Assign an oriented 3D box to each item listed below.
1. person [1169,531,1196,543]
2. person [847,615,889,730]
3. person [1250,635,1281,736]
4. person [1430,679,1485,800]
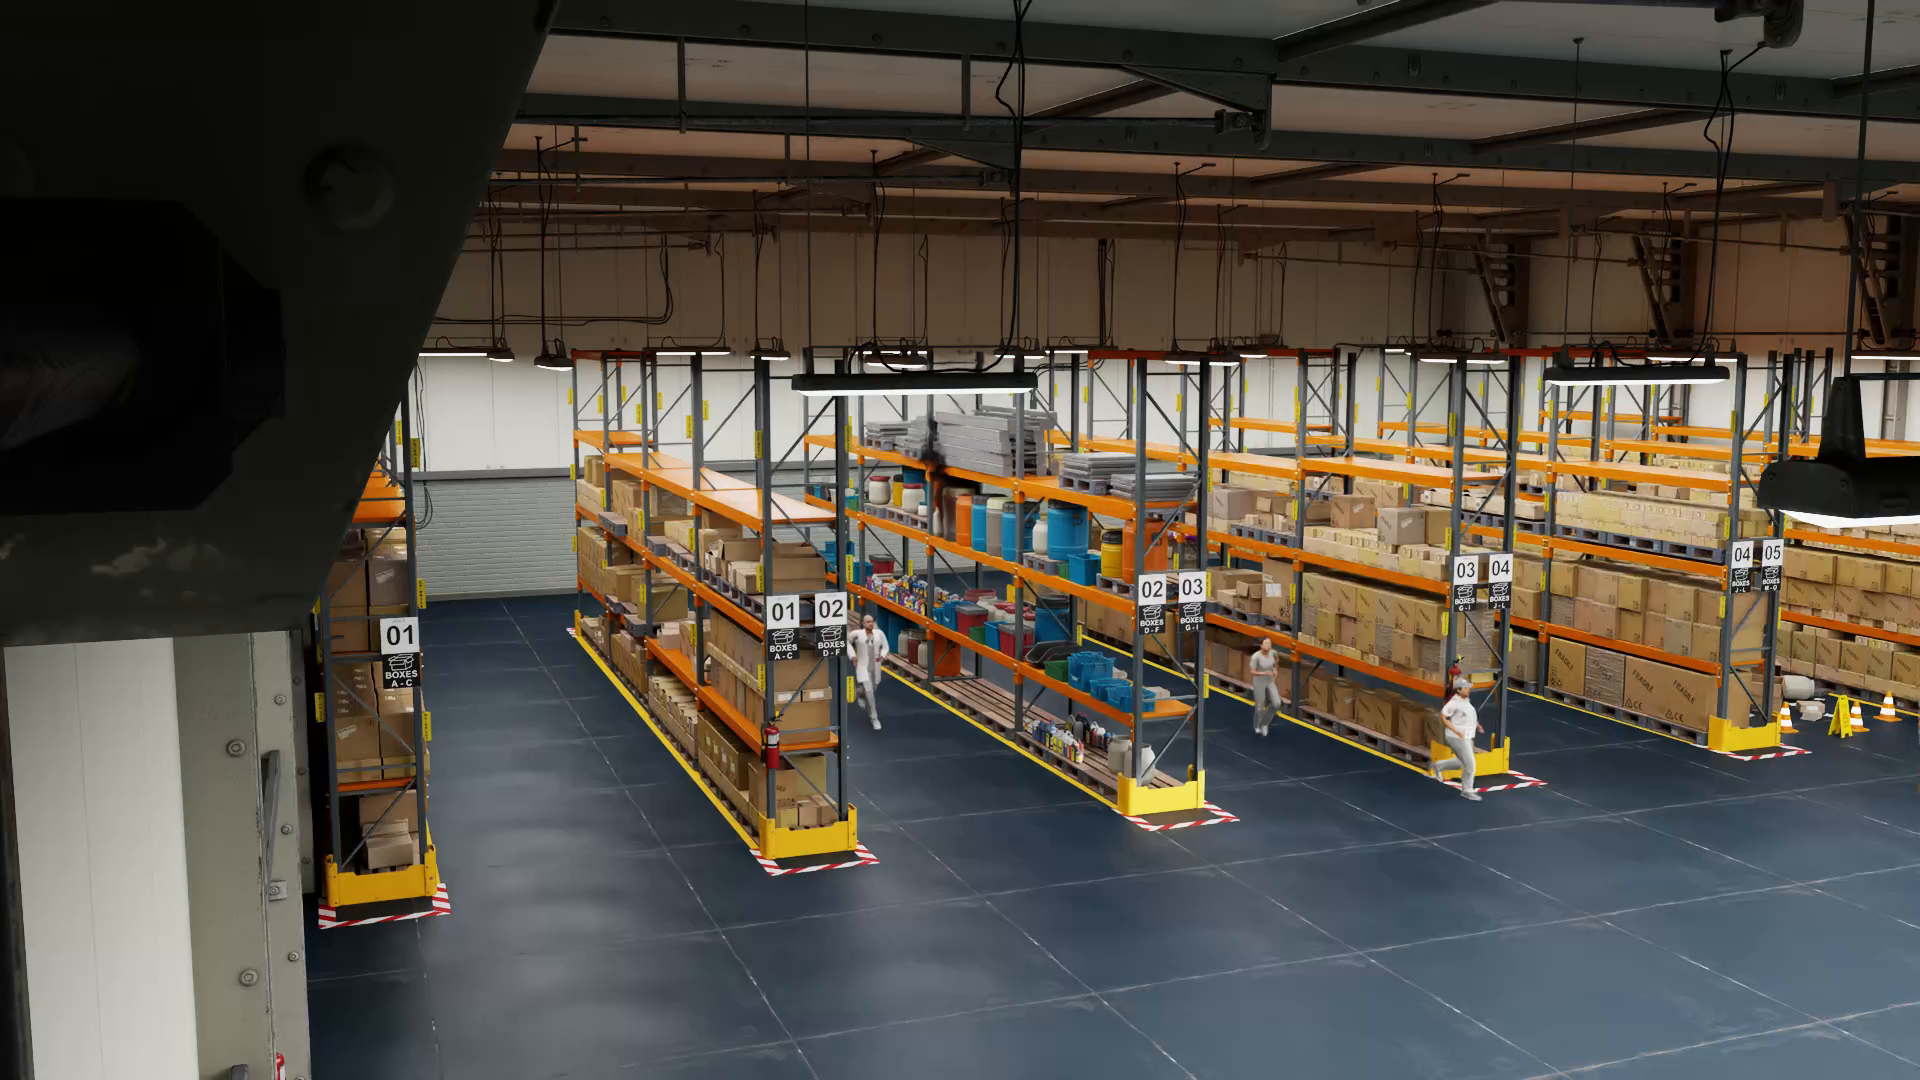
[{"bbox_3d":[5.393,0.390,40.784,0.762,1.795,0.861,6,9,41],"label":"person"},{"bbox_3d":[-1.492,2.107,27.089,0.674,1.806,1.201,-4,8,-27],"label":"person"},{"bbox_3d":[4.773,2.275,25.989,0.596,1.619,0.759,-2,7,-16],"label":"person"},{"bbox_3d":[6.815,2.711,22.780,0.745,1.654,0.607,5,9,35],"label":"person"}]
